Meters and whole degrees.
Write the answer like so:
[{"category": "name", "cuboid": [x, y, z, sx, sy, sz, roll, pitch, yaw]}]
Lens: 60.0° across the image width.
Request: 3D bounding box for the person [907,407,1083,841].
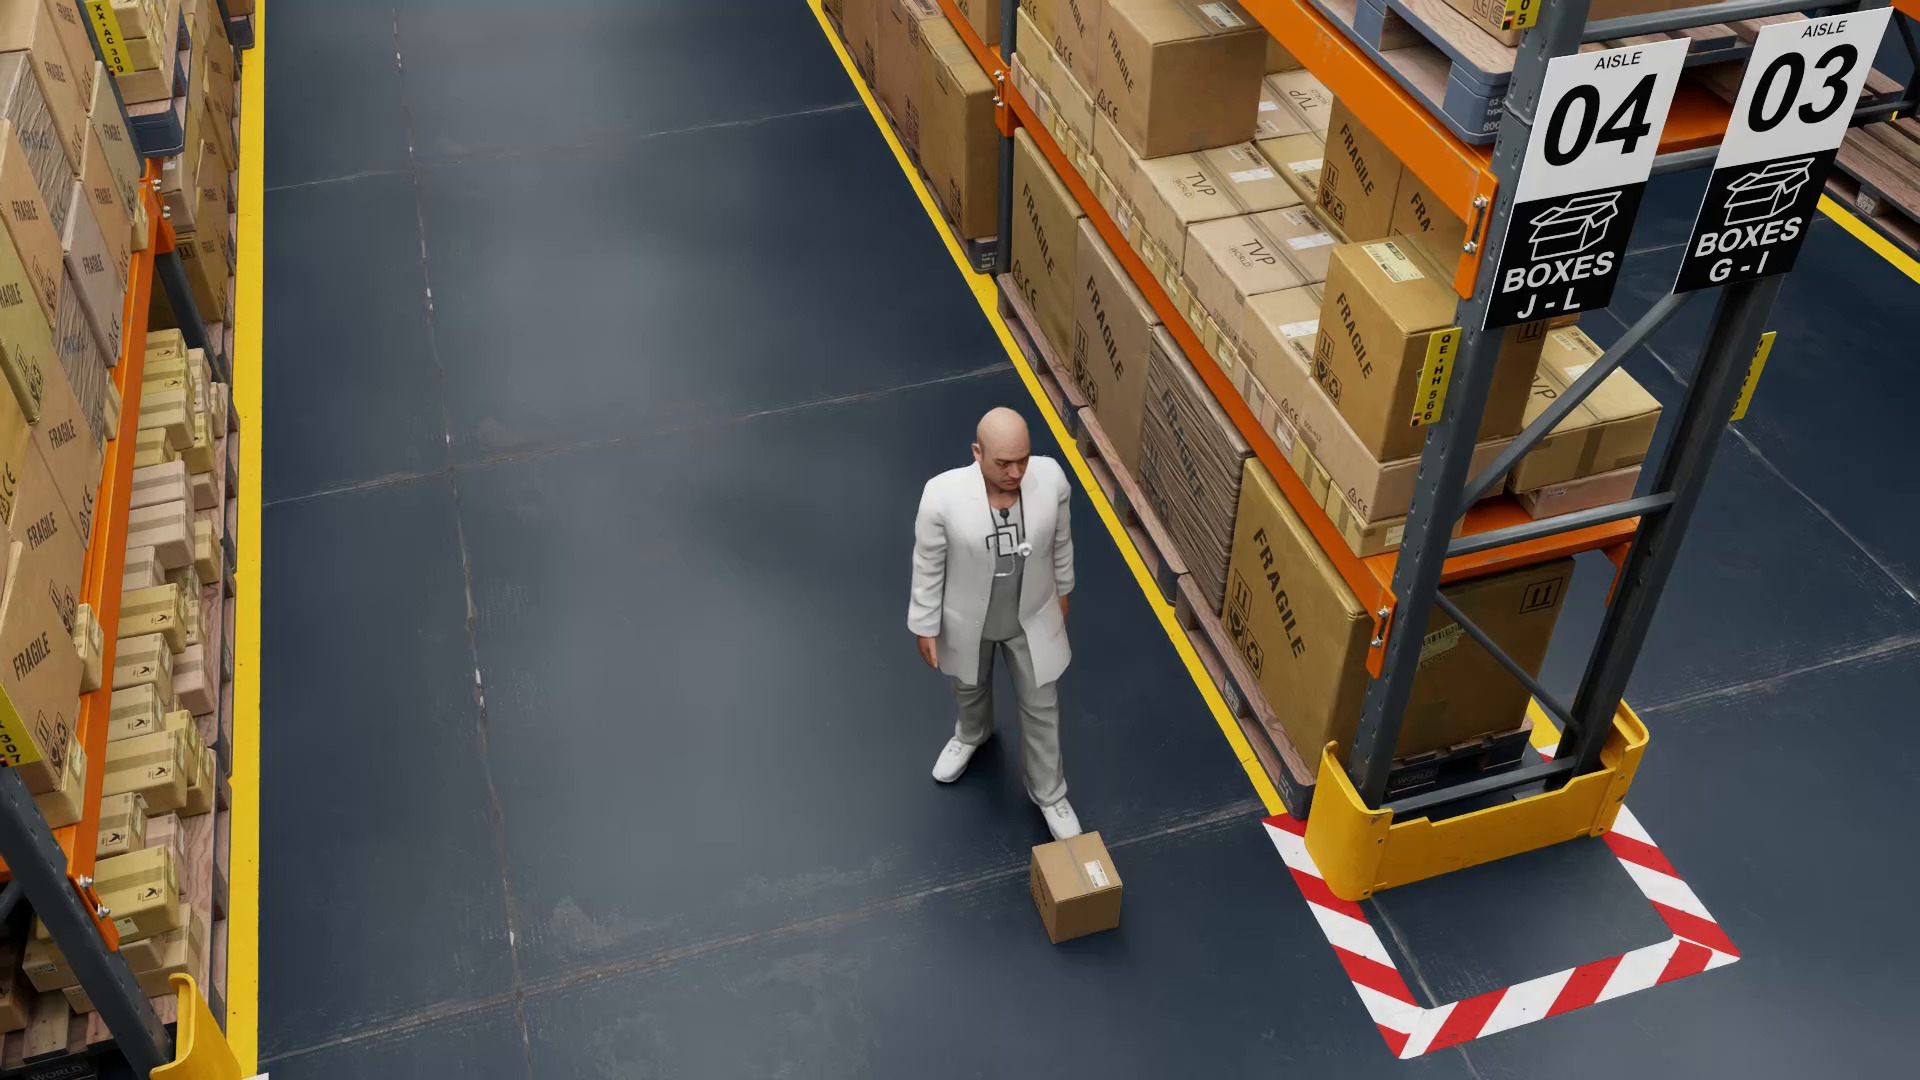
[{"category": "person", "cuboid": [0.125, 0.301, 5.816, 0.617, 1.767, 0.685, -5, 42, -6]}]
